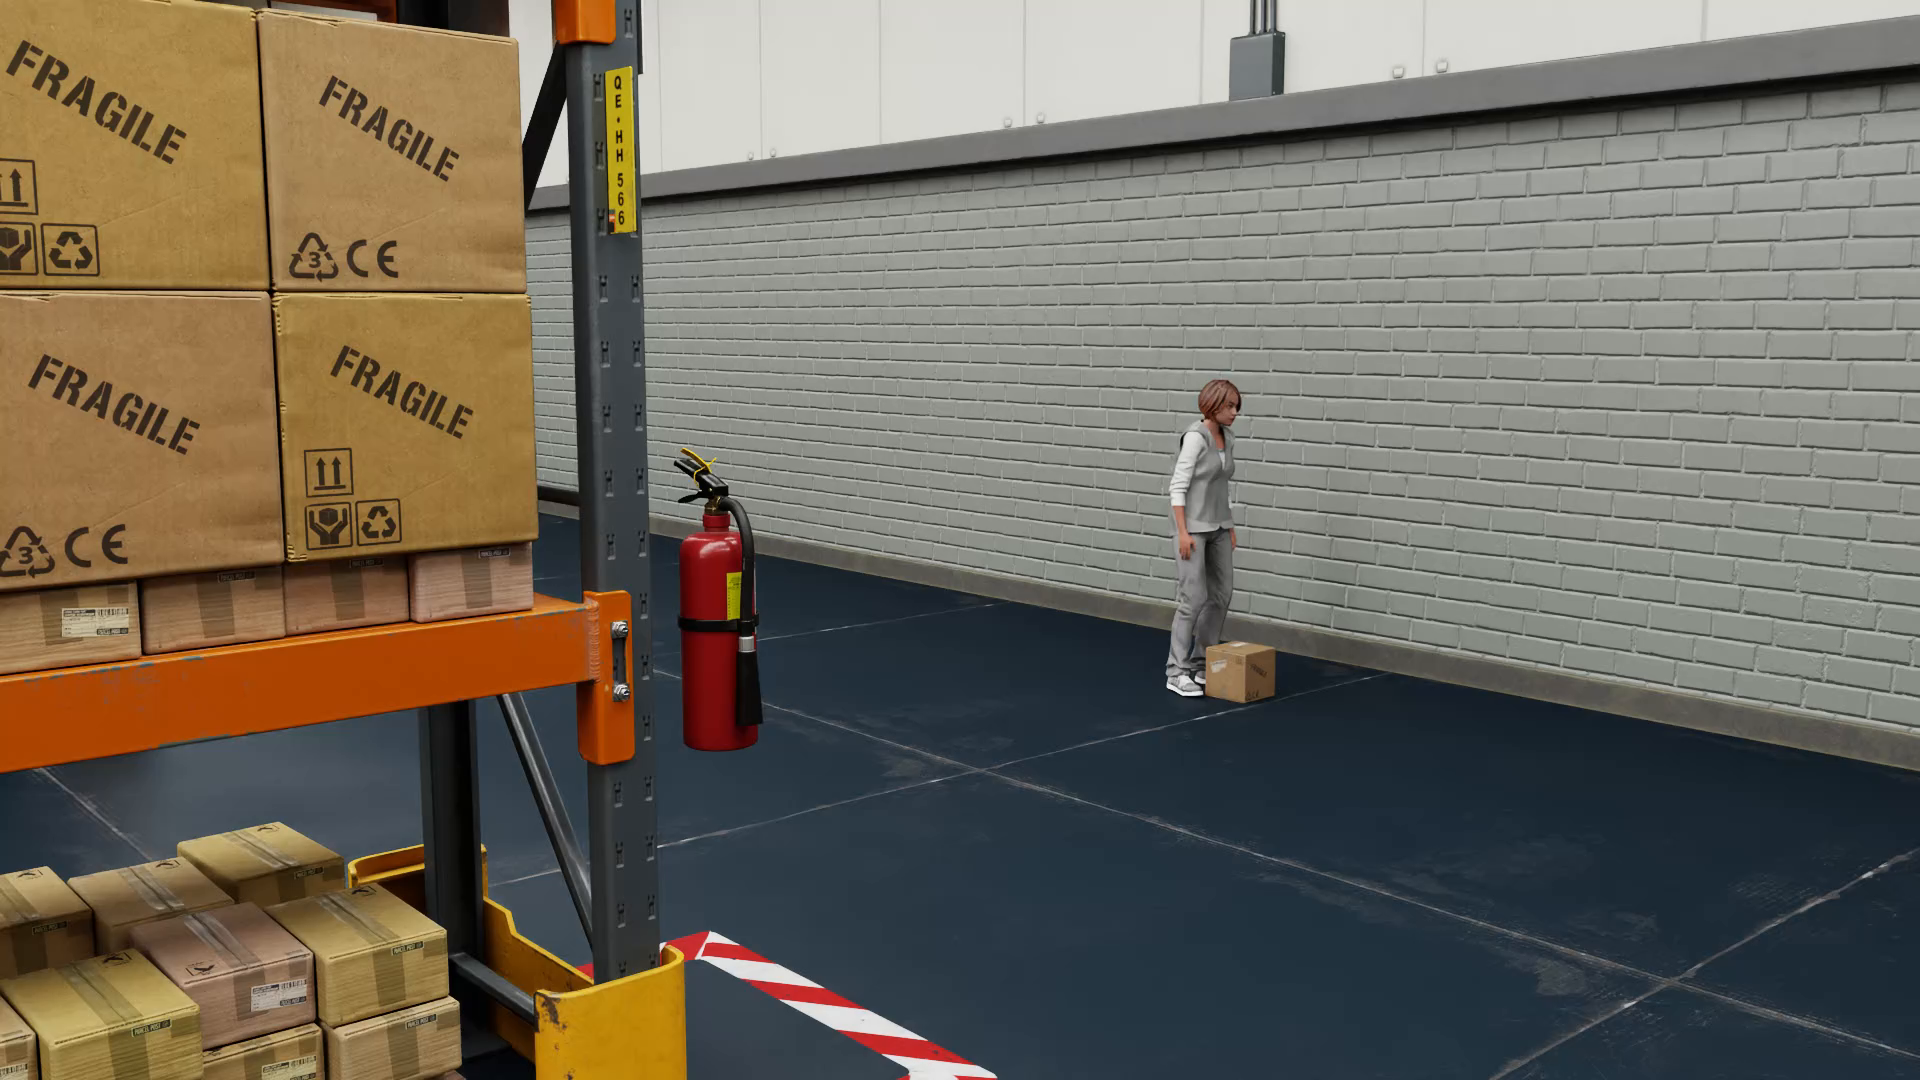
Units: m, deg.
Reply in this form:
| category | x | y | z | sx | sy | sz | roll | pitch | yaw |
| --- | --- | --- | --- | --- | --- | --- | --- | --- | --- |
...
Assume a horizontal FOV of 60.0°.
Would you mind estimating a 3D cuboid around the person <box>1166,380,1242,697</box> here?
| category | x | y | z | sx | sy | sz | roll | pitch | yaw |
| --- | --- | --- | --- | --- | --- | --- | --- | --- | --- |
| person | 1.250 | -0.022 | 8.504 | 0.477 | 1.591 | 0.349 | -7 | 11 | -44 |
